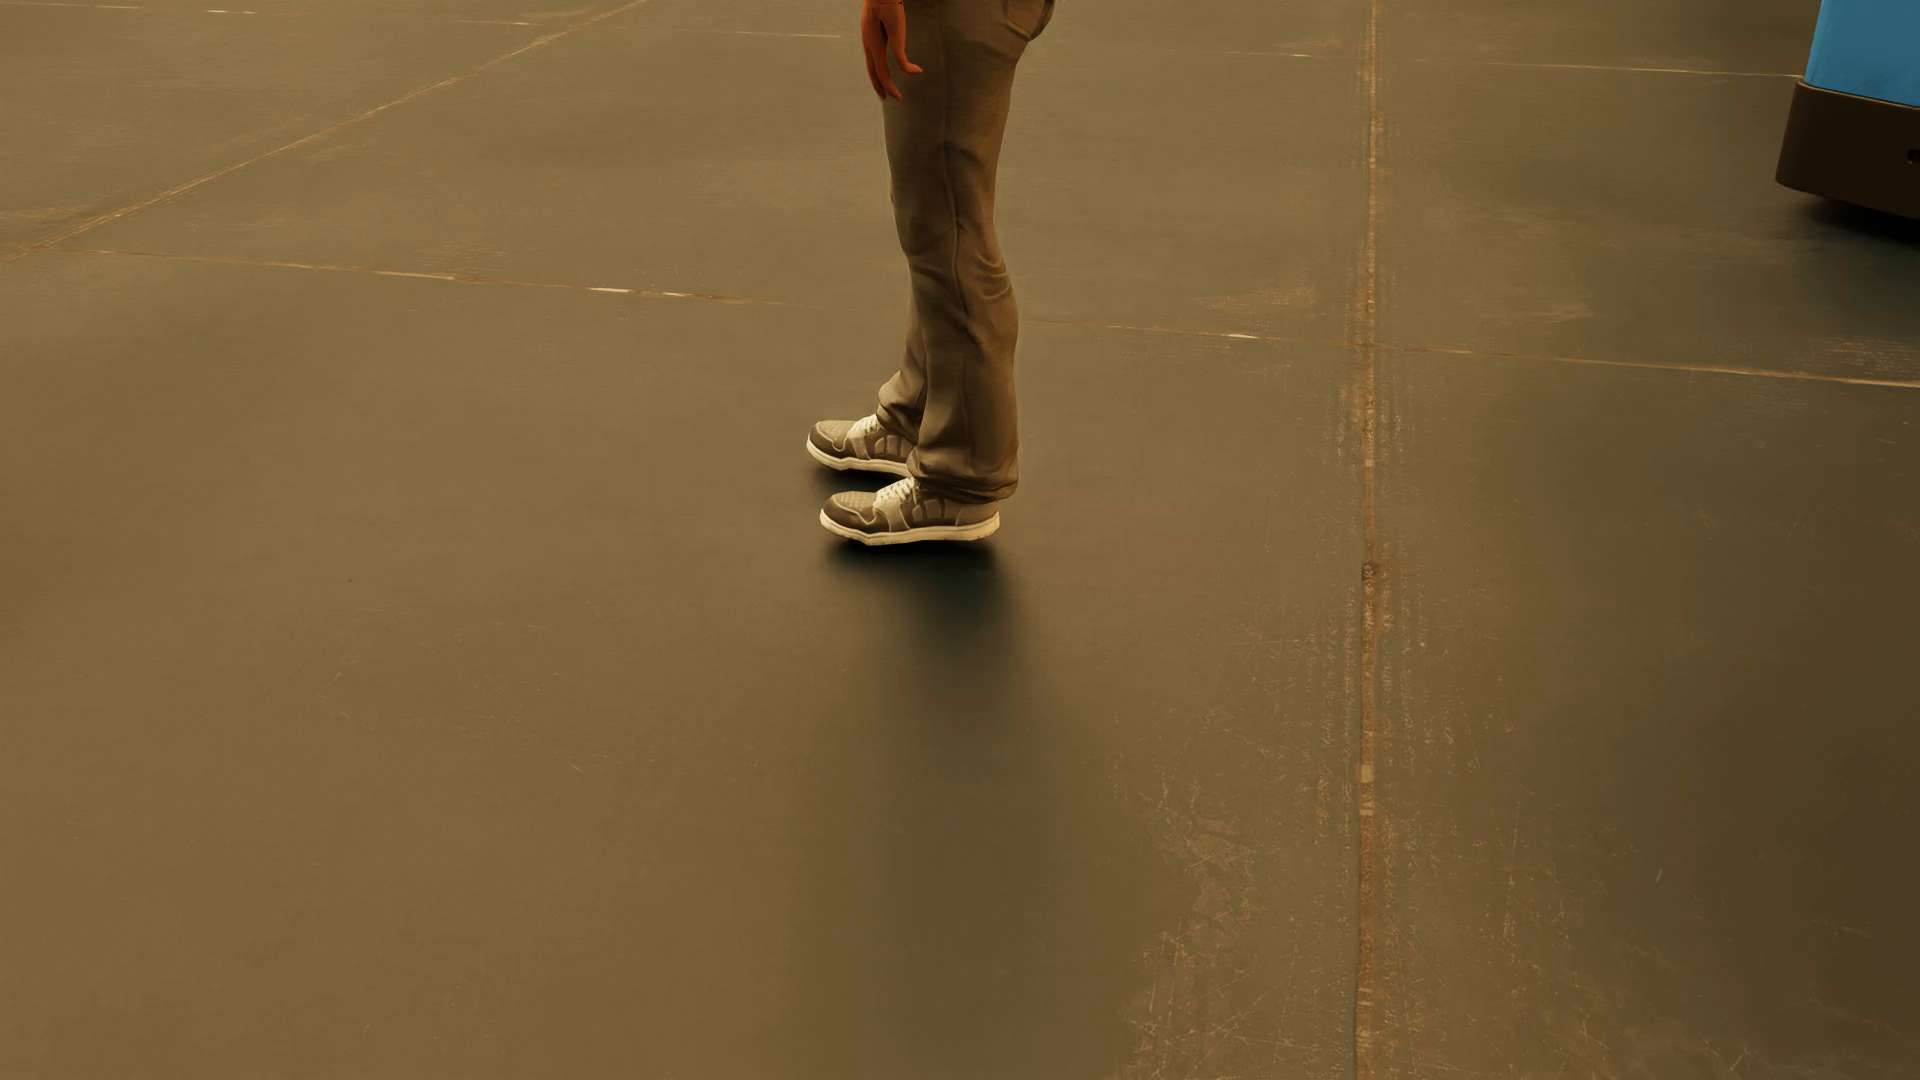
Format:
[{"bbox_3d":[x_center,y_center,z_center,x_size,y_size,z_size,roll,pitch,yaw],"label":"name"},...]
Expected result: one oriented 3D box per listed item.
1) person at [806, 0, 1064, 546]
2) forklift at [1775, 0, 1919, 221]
[{"bbox_3d":[-0.070,-0.730,2.165,0.473,1.592,0.521,6,27,11],"label":"person"},{"bbox_3d":[3.534,-2.274,3.754,3.031,2.935,1.130,-15,30,-27],"label":"forklift"}]
